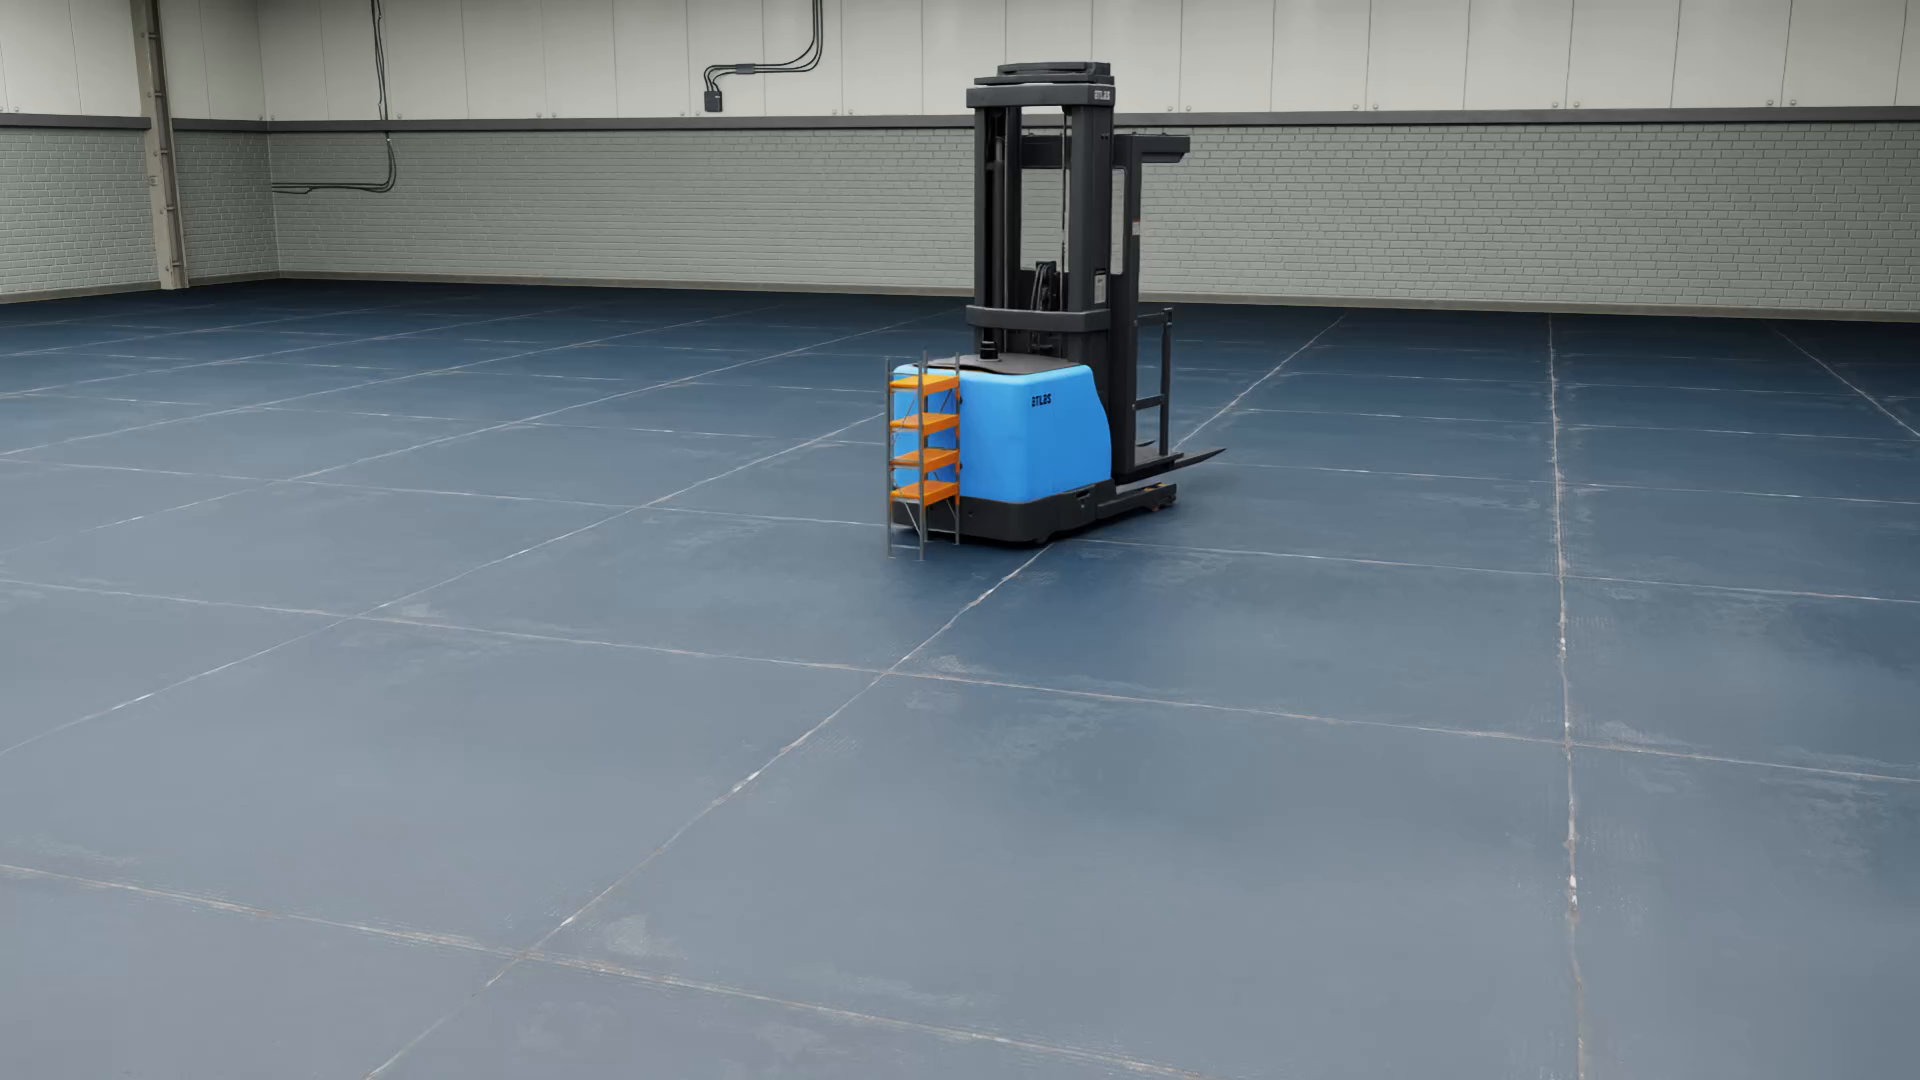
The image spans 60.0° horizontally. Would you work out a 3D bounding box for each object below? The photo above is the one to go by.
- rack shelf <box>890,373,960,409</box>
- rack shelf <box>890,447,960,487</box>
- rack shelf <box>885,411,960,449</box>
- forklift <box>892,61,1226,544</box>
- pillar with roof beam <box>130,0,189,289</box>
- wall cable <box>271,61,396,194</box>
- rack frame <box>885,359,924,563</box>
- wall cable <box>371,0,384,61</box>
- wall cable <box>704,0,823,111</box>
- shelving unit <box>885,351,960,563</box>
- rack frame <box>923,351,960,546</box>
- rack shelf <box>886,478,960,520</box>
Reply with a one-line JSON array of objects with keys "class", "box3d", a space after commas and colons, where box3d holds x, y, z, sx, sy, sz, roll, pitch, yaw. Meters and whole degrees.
[{"class": "rack shelf", "box3d": [-0.221, -0.895, 9.948, 0.258, 0.148, 0.480, 6, 14, 25]}, {"class": "rack shelf", "box3d": [-0.221, -0.447, 10.050, 0.258, 0.148, 0.480, 6, 14, 25]}, {"class": "rack shelf", "box3d": [-0.221, -0.665, 10.001, 0.258, 0.148, 0.480, 6, 14, 25]}, {"class": "forklift", "box3d": [0.842, -1.677, 11.249, 1.130, 2.935, 3.031, 9, 16, 35]}, {"class": "pillar with roof beam", "box3d": [-10.616, -8.781, 28.739, 9.100, 9.000, 0.400, 4, 14, 18]}, {"class": "wall cable", "box3d": [-12.485, -8.103, 32.743, 3.097, 2.526, 0.112, 4, 14, 18]}, {"class": "rack frame", "box3d": [-0.328, -0.463, 9.822, 0.240, 1.200, 0.015, 6, 14, 25]}, {"class": "wall cable", "box3d": [-9.925, -10.370, 31.327, 3.097, 2.526, 0.112, 4, 14, 18]}, {"class": "wall cable", "box3d": [-3.507, -10.588, 29.010, 2.305, 6.003, 0.169, 4, 14, 18]}, {"class": "shelving unit", "box3d": [-0.221, -0.512, 10.035, 0.258, 1.200, 0.503, 6, 14, 25]}, {"class": "rack frame", "box3d": [-0.113, -0.561, 10.249, 0.240, 1.200, 0.015, 6, 14, 25]}, {"class": "rack shelf", "box3d": [-0.221, -0.253, 10.095, 0.258, 0.148, 0.480, 6, 14, 25]}]
